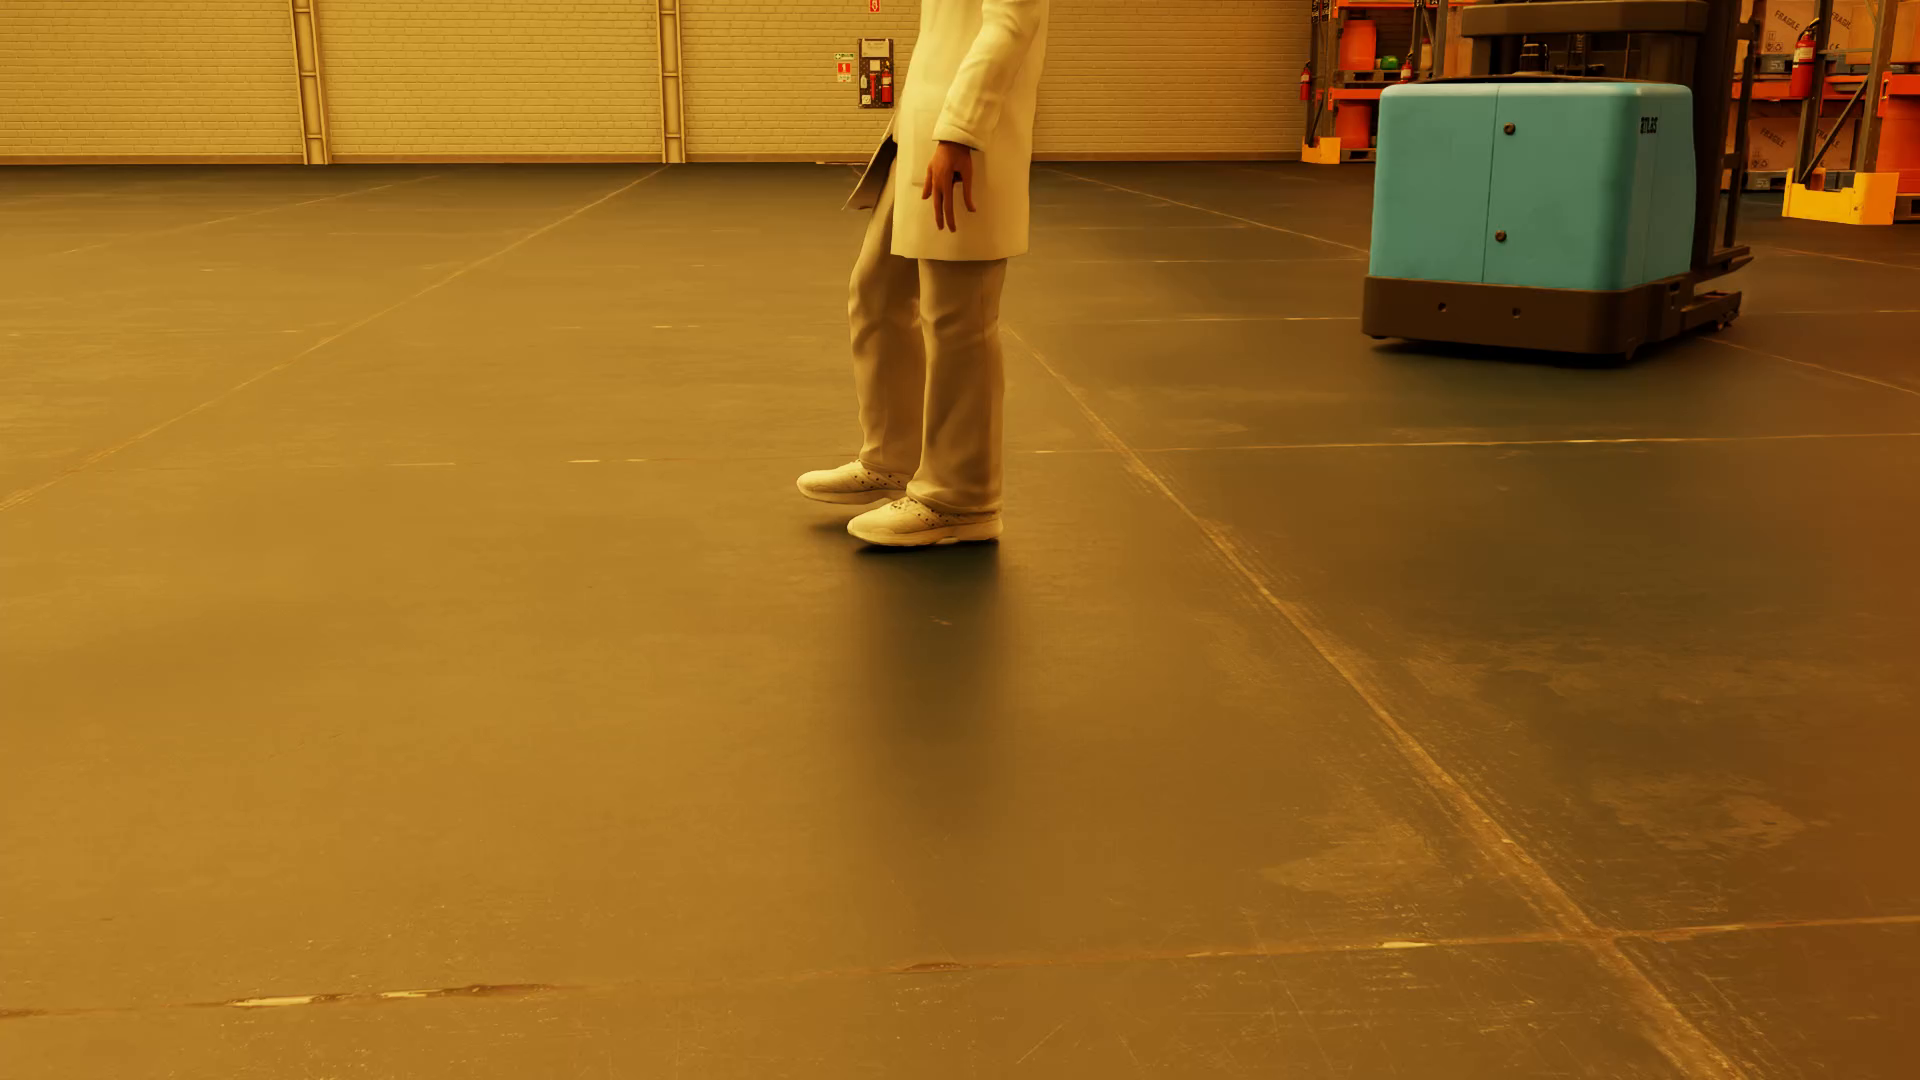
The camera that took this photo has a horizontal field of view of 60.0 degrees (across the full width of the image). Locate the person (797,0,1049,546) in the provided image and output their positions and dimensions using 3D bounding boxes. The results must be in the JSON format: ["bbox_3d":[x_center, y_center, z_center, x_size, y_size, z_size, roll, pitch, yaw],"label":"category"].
[{"bbox_3d":[-0.092,-0.866,3.702,0.579,1.778,0.698,-1,15,-5],"label":"person"}]

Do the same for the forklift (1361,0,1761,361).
[{"bbox_3d":[2.967,-2.431,7.421,1.130,2.935,3.031,11,18,36],"label":"forklift"}]
